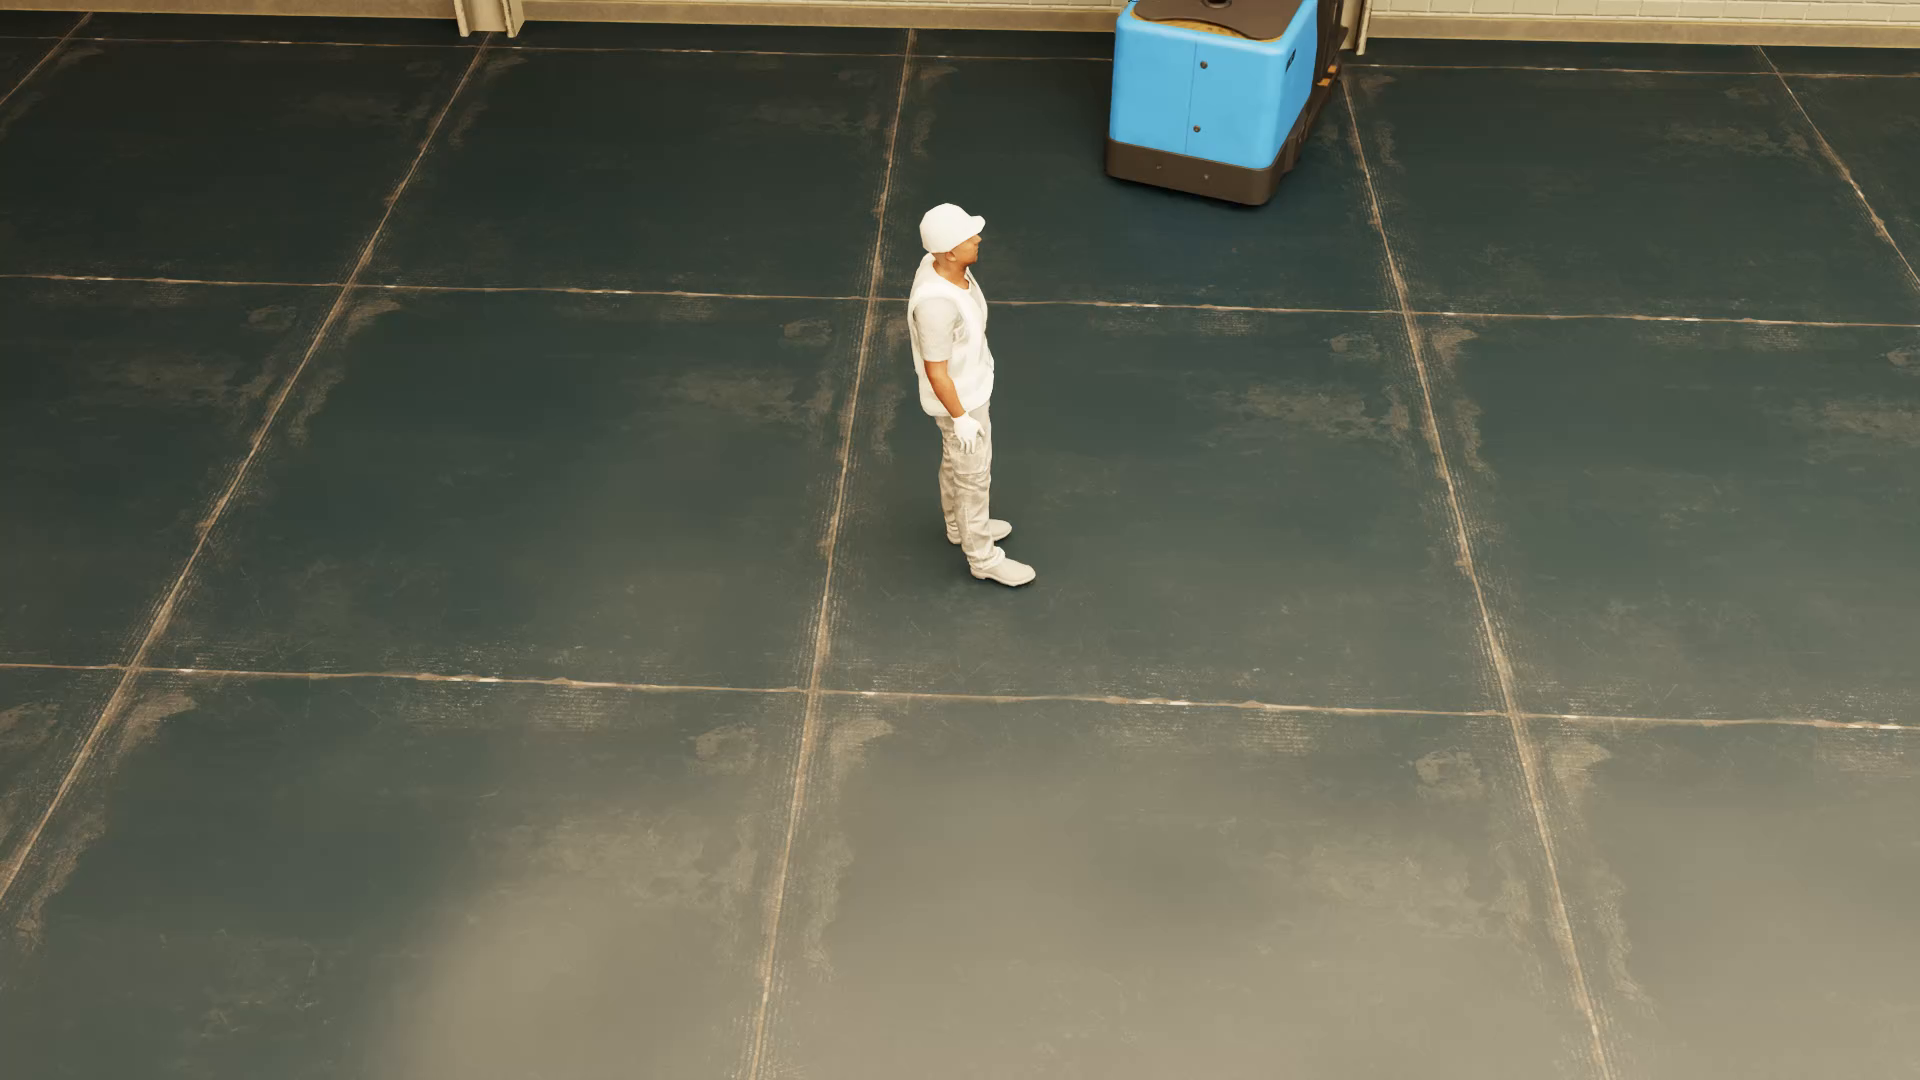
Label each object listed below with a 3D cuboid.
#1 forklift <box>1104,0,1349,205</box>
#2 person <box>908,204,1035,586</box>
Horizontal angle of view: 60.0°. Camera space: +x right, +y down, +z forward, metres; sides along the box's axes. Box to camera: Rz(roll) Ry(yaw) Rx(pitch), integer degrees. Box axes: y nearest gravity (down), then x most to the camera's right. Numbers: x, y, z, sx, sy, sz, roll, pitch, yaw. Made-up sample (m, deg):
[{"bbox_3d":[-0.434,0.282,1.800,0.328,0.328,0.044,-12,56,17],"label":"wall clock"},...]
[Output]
[{"bbox_3d":[1.928,-4.101,10.235,1.130,2.935,3.031,16,45,16],"label":"forklift"},{"bbox_3d":[0.072,-0.656,7.301,0.575,1.785,0.657,2,42,2],"label":"person"}]
